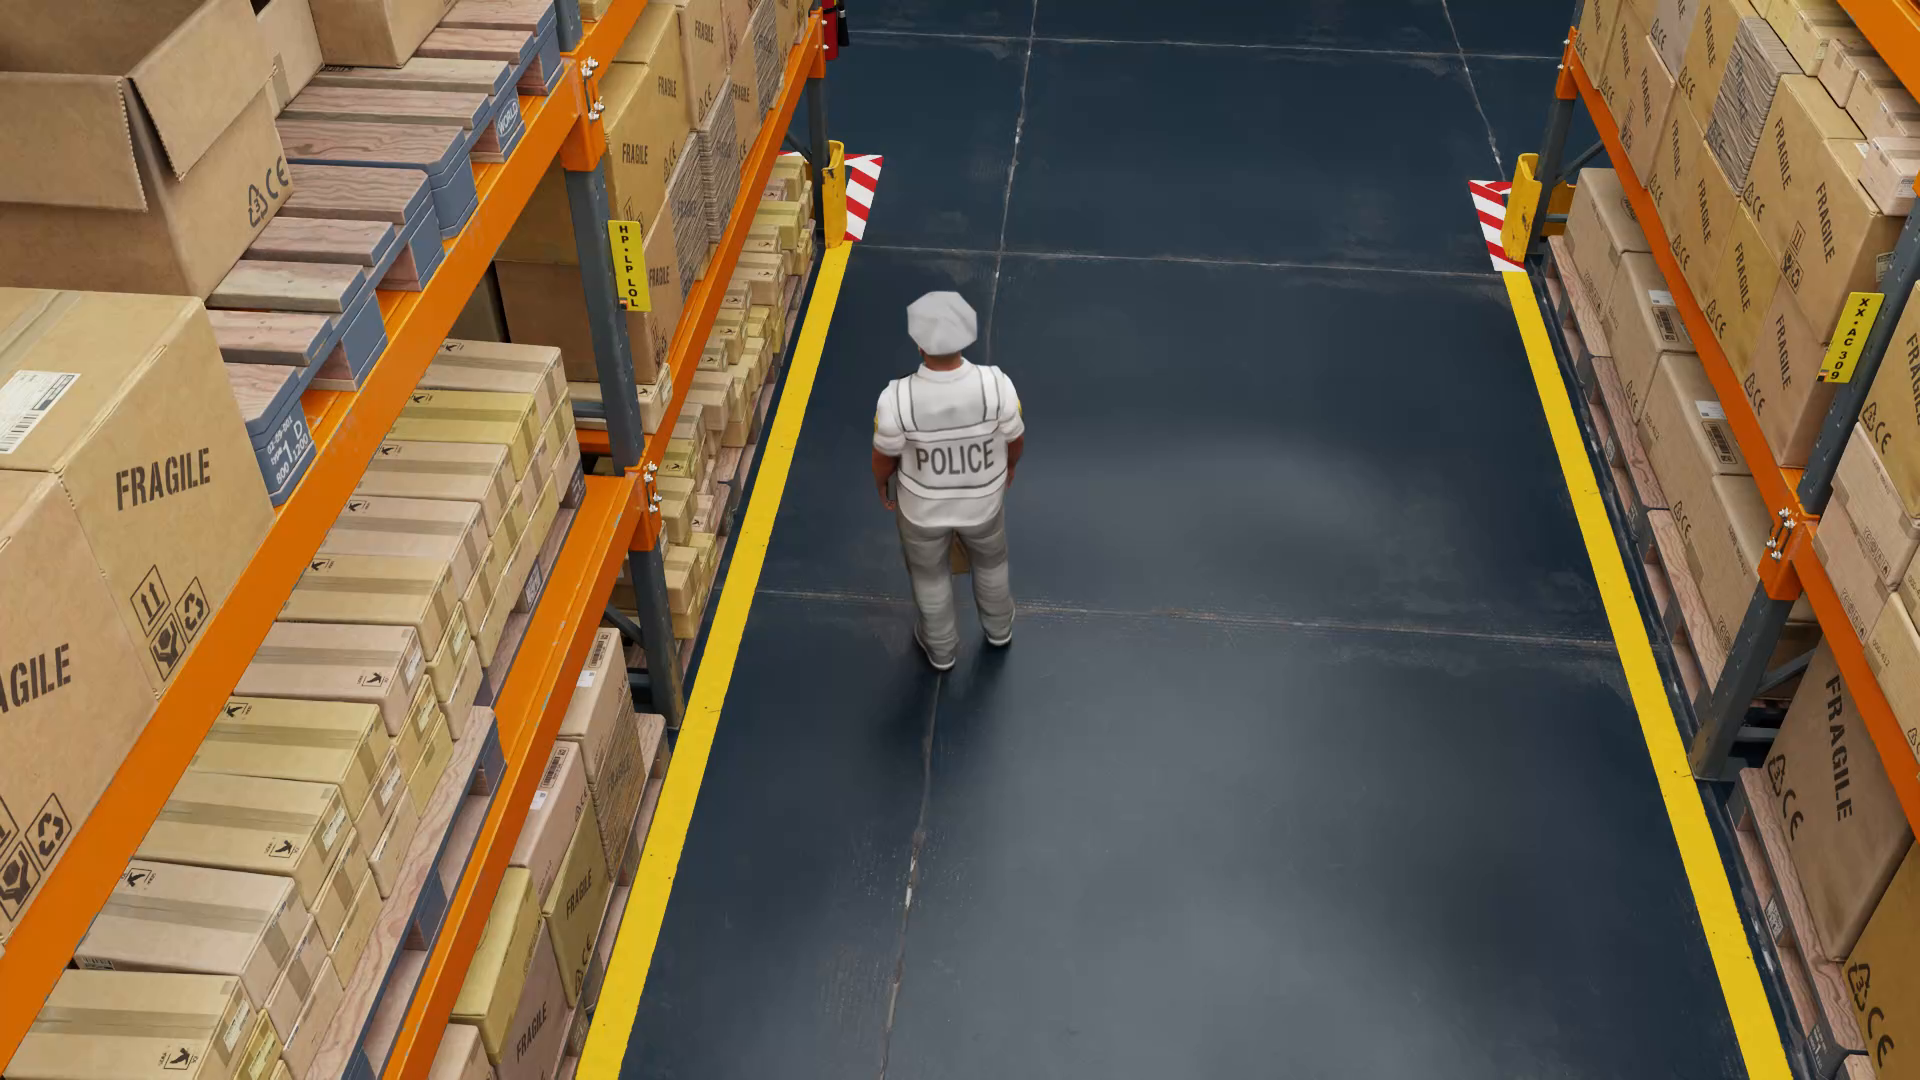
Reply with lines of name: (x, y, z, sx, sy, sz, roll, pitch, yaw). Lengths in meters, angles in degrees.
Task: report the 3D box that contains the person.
person: (-0.041, -0.237, 6.396, 0.613, 1.783, 0.572, -5, 40, -6)
